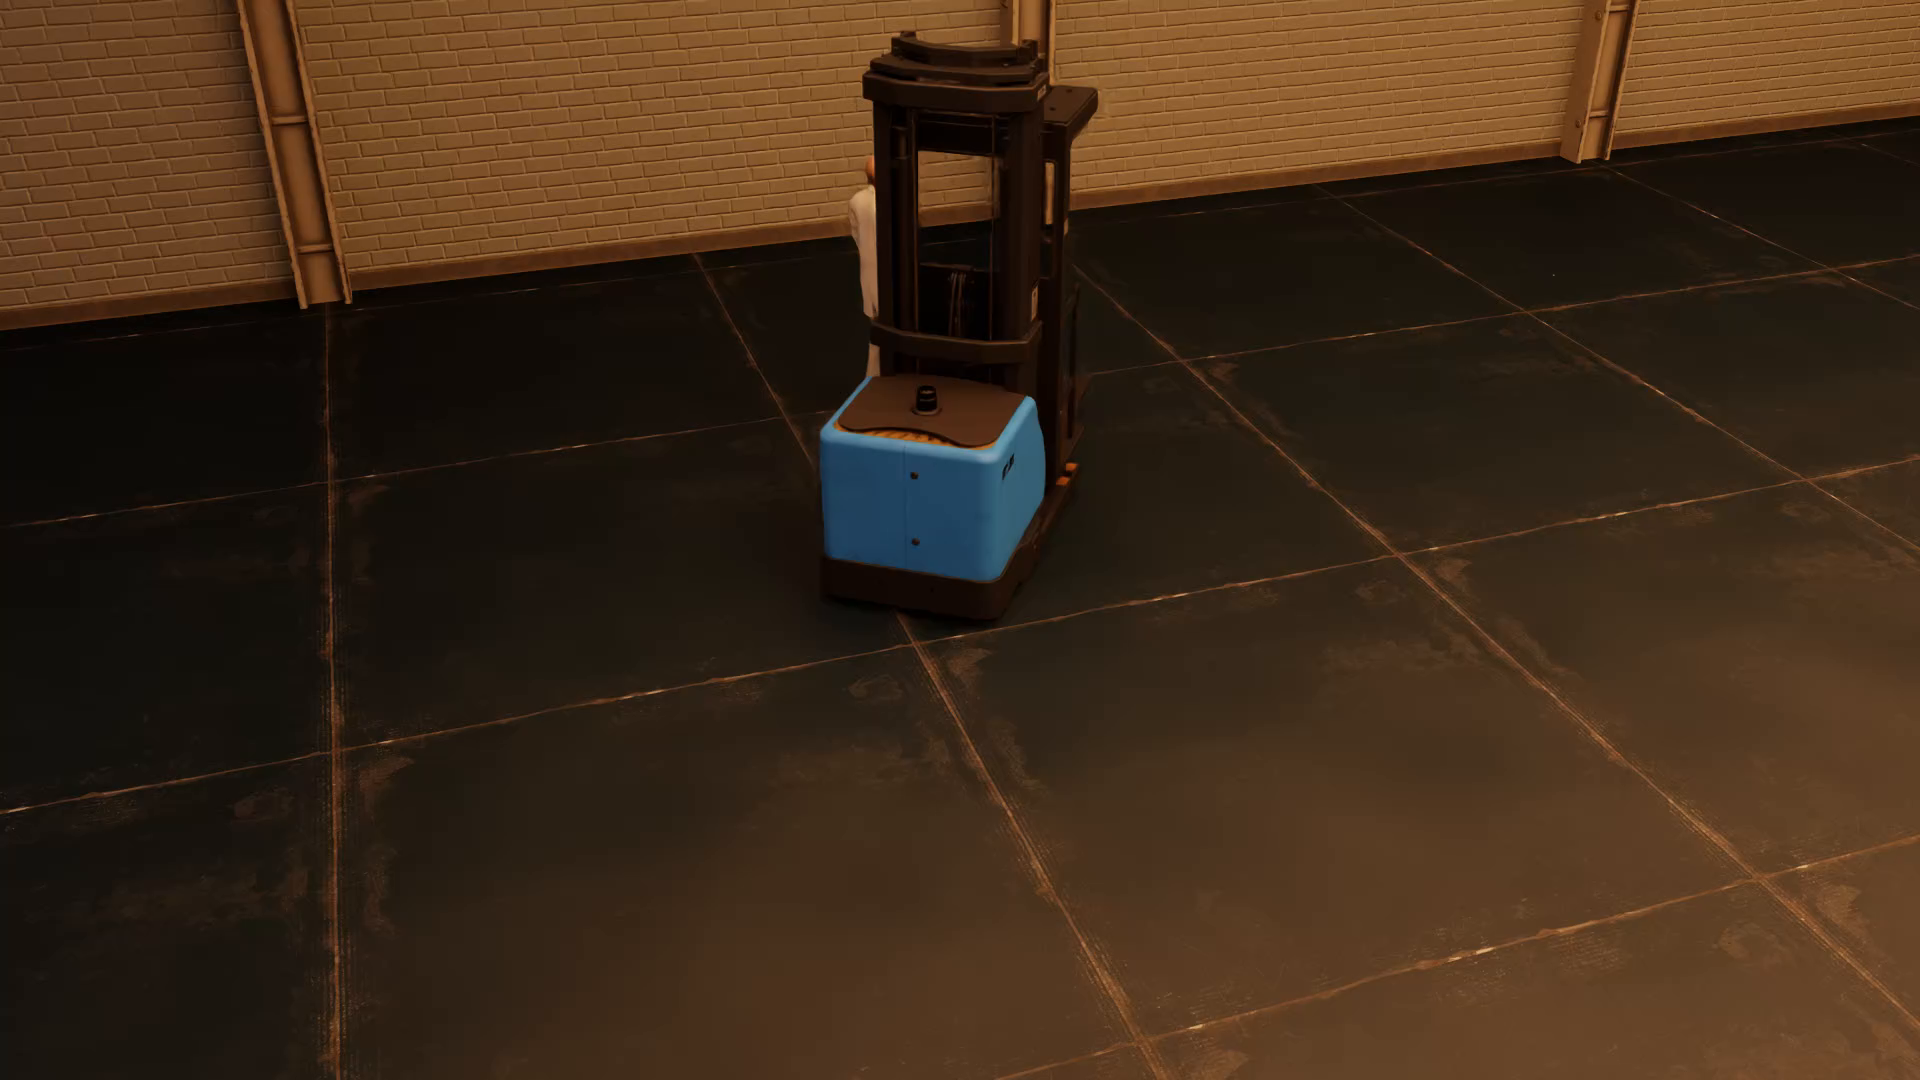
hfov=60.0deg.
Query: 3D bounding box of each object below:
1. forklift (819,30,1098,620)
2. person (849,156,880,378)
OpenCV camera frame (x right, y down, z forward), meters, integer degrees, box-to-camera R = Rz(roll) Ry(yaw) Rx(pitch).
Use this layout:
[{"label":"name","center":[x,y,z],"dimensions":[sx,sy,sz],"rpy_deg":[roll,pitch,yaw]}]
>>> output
[{"label":"forklift","center":[0.145,-1.554,9.787],"dimensions":[1.130,2.935,3.031],"rpy_deg":[9,31,15]},{"label":"person","center":[-0.404,-1.777,11.340],"dimensions":[0.572,1.769,0.758],"rpy_deg":[-17,34,-27]}]
